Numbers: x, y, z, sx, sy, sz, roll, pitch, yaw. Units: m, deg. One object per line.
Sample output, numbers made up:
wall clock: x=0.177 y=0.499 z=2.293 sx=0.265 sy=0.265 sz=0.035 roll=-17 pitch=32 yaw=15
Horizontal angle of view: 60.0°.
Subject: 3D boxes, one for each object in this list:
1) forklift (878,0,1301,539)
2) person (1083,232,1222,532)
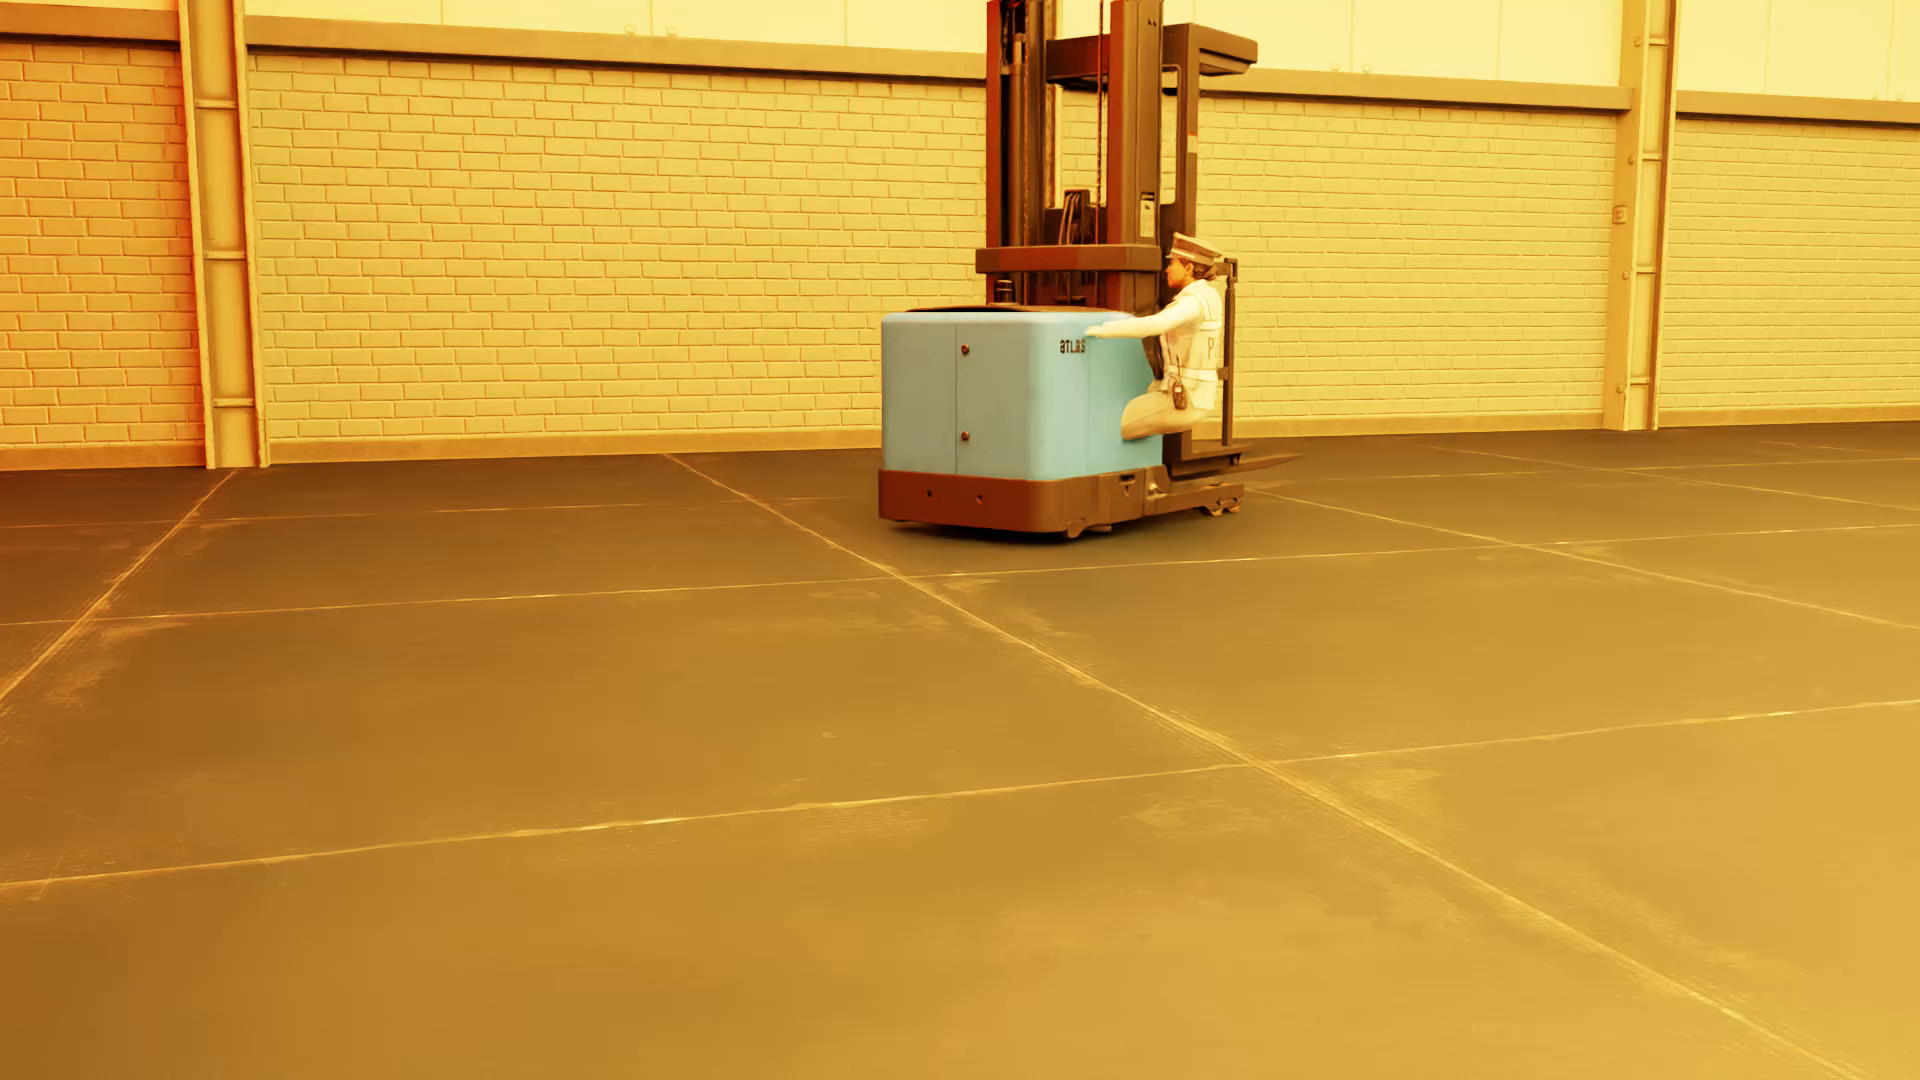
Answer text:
forklift: x=0.887 y=-1.613 z=8.907 sx=1.130 sy=2.935 sz=3.031 roll=6 pitch=10 yaw=37
person: x=0.878 y=-0.773 z=8.180 sx=0.796 sy=1.452 sz=0.969 roll=1 pitch=8 yaw=11
